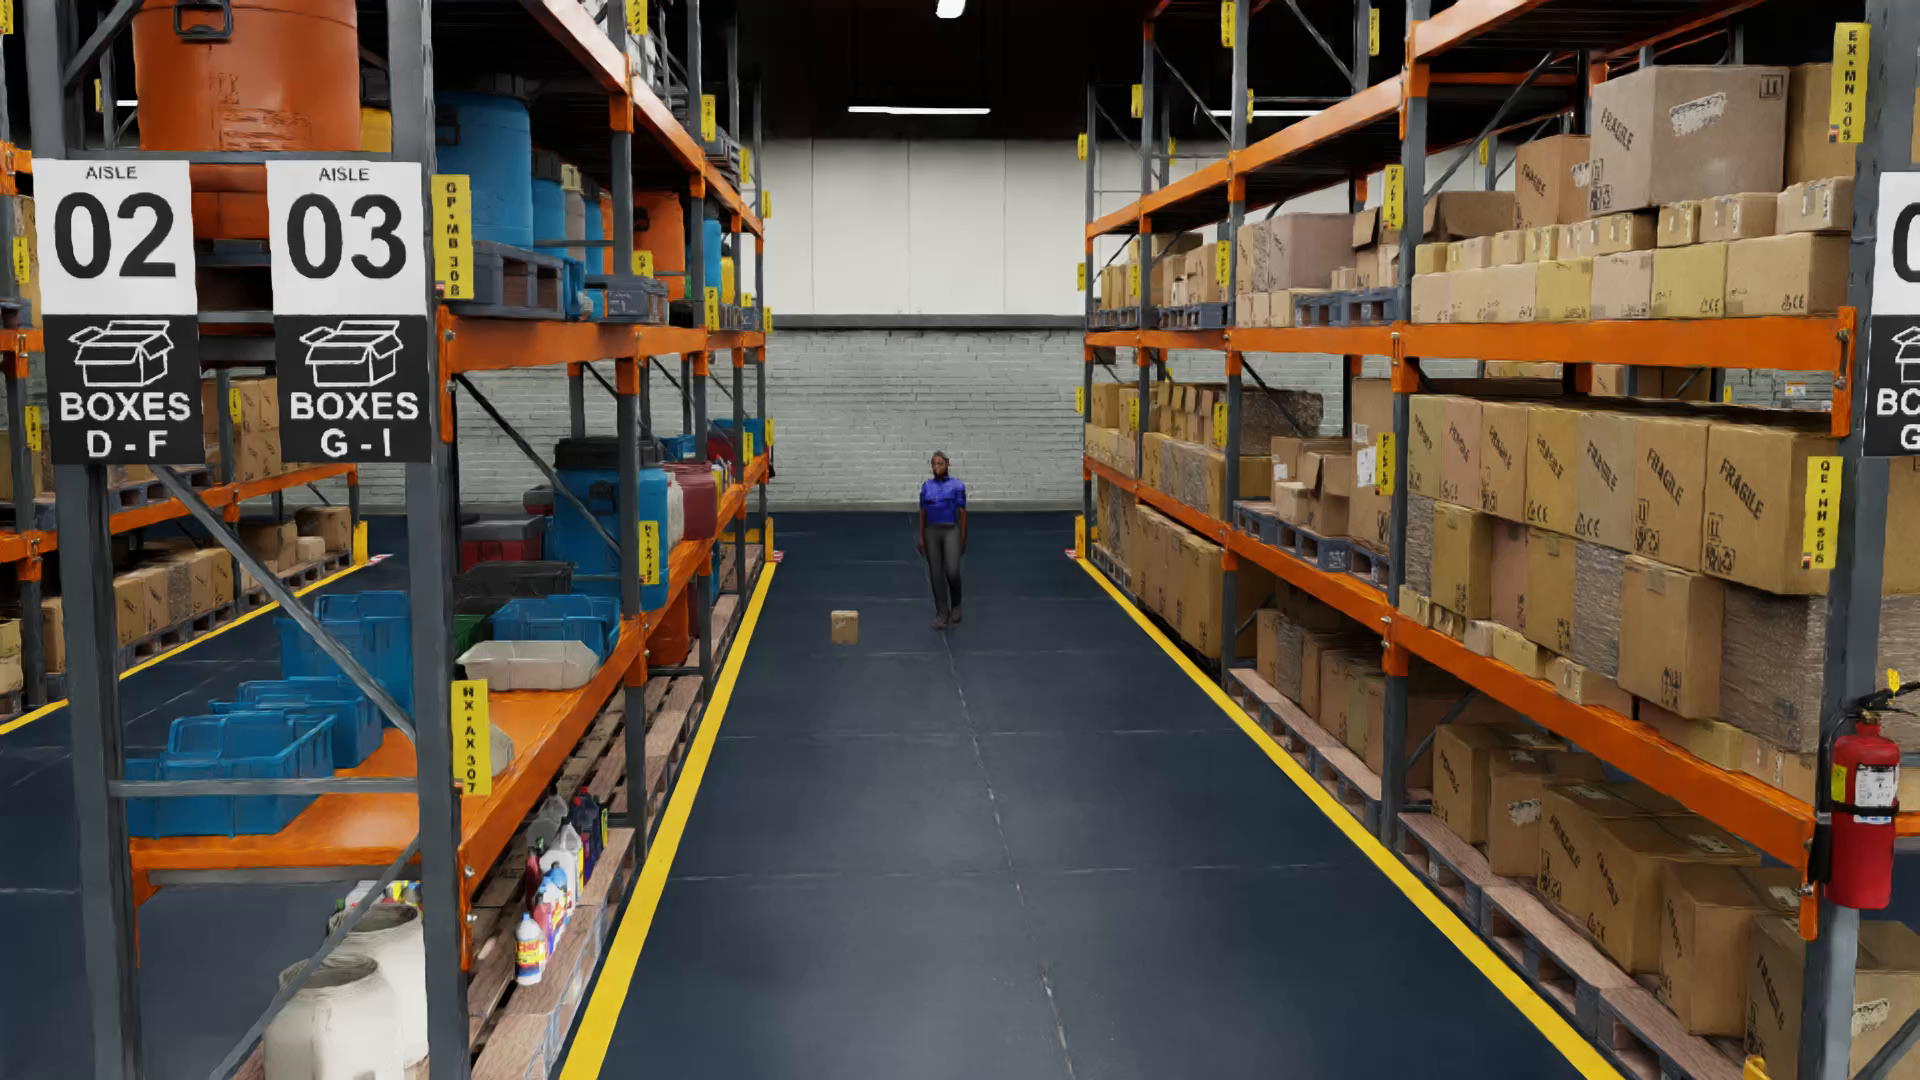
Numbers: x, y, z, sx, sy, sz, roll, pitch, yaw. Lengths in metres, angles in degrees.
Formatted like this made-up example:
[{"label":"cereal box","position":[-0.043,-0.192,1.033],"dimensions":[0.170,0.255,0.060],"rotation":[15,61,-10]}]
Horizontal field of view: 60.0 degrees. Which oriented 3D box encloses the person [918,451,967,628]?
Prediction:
[{"label":"person","position":[-0.170,-0.007,15.682],"dimensions":[0.455,1.655,0.460],"rotation":[2,7,14]}]
